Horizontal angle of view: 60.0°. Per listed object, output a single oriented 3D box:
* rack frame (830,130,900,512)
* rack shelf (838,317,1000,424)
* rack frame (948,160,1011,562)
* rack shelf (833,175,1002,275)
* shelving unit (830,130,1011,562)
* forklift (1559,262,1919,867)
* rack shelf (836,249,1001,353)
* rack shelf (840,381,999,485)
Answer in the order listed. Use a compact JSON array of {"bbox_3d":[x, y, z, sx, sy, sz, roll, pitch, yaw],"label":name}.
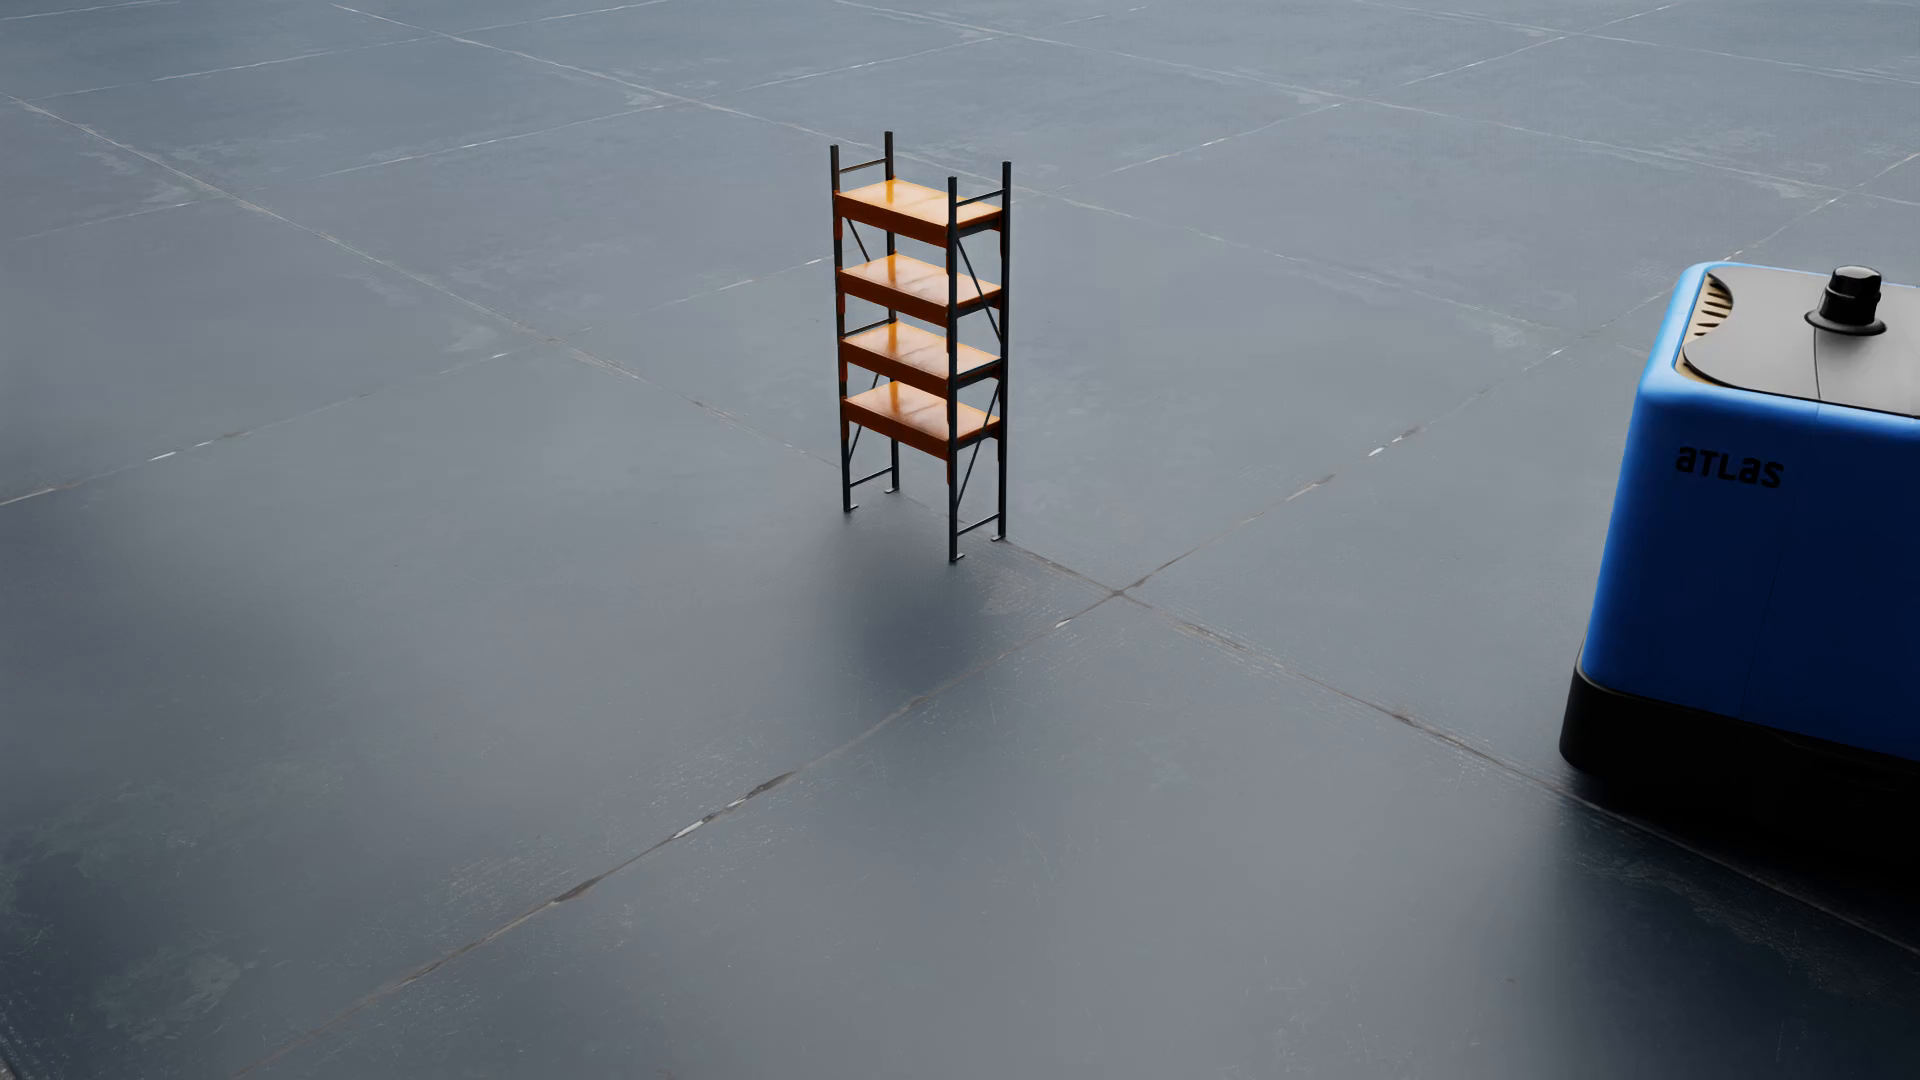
[{"bbox_3d":[-0.292,-0.665,5.225,0.015,1.200,0.240,25,36,38],"label":"rack frame"},{"bbox_3d":[-0.118,-0.526,5.105,0.480,0.148,0.258,25,36,38],"label":"rack shelf"},{"bbox_3d":[0.056,-0.505,4.922,0.015,1.200,0.240,25,36,38],"label":"rack frame"},{"bbox_3d":[-0.118,-0.933,4.891,0.480,0.148,0.258,25,36,38],"label":"rack shelf"},{"bbox_3d":[-0.118,-0.585,5.073,0.503,1.200,0.258,25,36,38],"label":"shelving unit"},{"bbox_3d":[3.030,-0.582,3.208,3.031,2.935,1.130,13,31,24],"label":"forklift"},{"bbox_3d":[-0.118,-0.724,5.001,0.480,0.148,0.258,25,36,38],"label":"rack shelf"},{"bbox_3d":[-0.118,-0.350,5.197,0.480,0.148,0.258,25,36,38],"label":"rack shelf"}]
